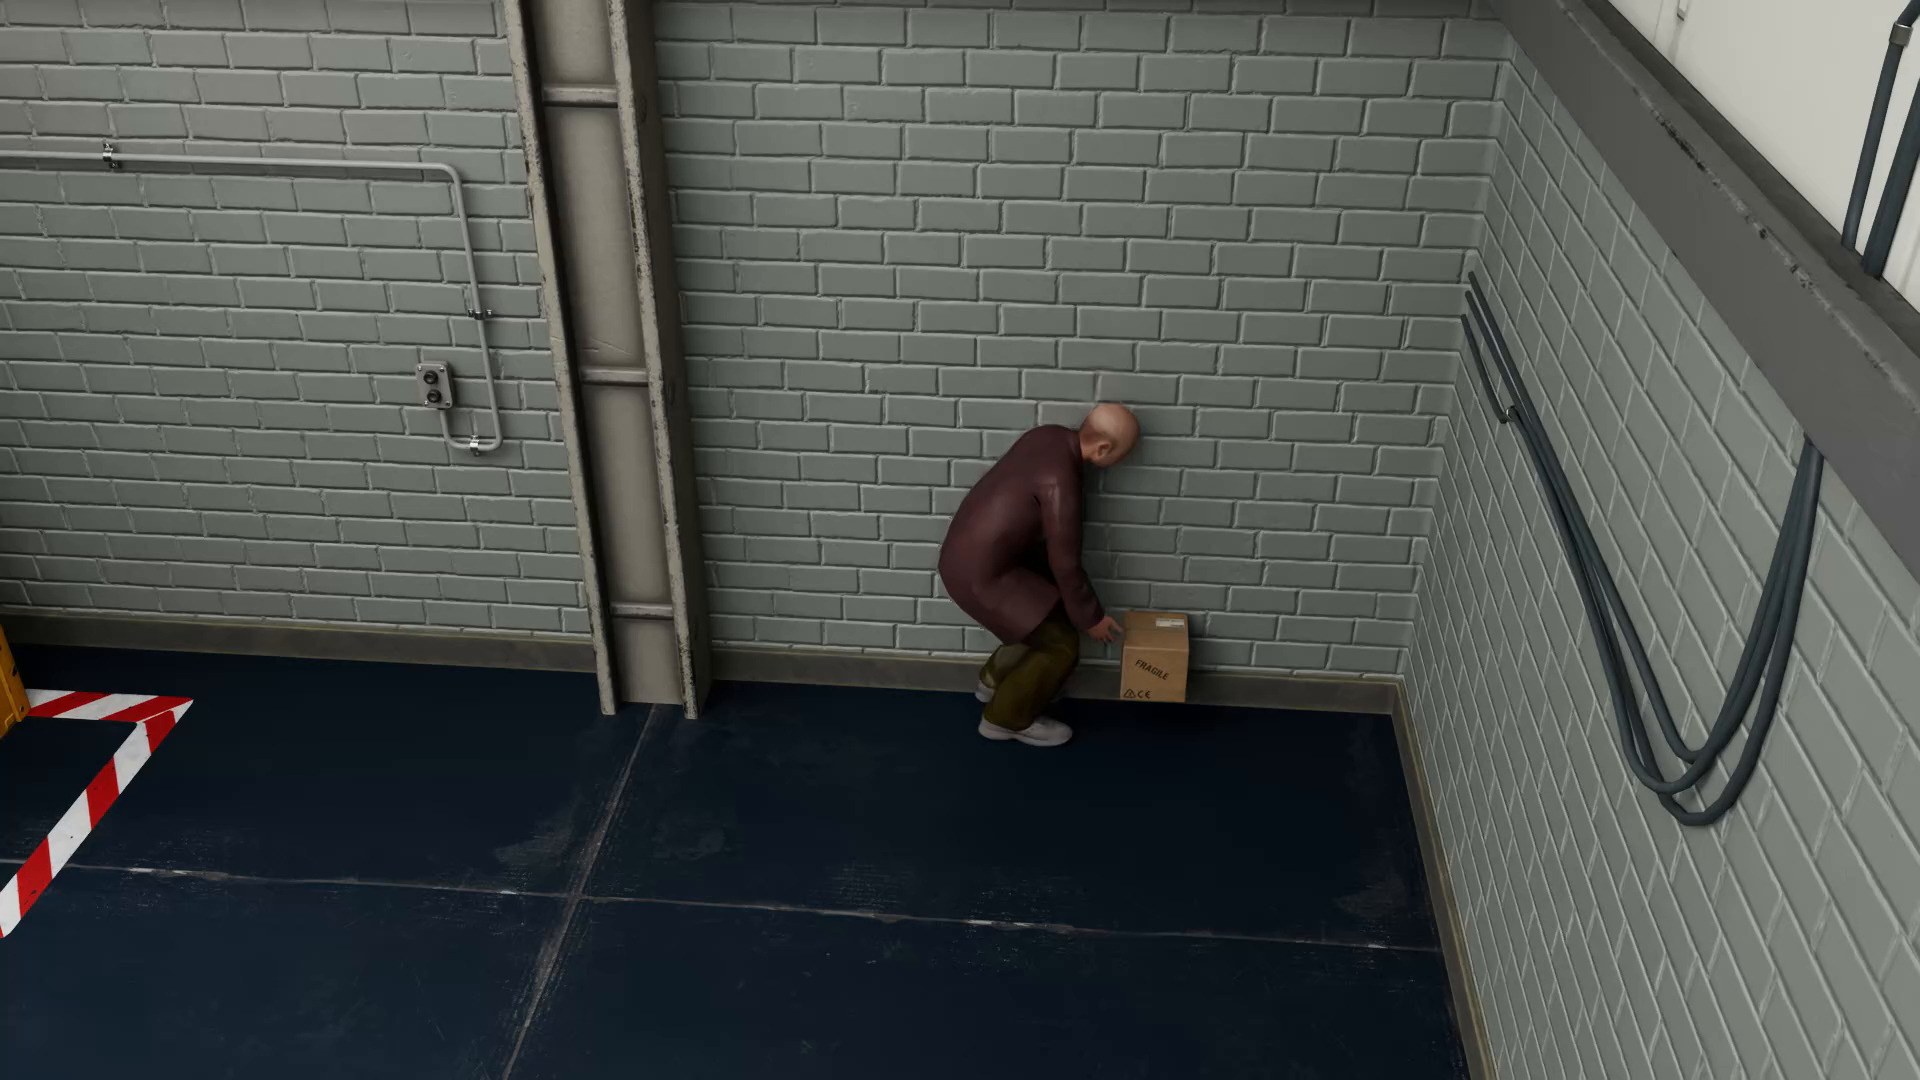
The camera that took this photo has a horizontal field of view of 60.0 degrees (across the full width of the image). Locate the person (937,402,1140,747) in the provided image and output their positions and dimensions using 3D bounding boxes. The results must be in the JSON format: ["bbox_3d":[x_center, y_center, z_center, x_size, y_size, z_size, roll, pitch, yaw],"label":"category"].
[{"bbox_3d":[0.286,0.100,6.356,0.735,1.395,0.631,3,32,4],"label":"person"}]
